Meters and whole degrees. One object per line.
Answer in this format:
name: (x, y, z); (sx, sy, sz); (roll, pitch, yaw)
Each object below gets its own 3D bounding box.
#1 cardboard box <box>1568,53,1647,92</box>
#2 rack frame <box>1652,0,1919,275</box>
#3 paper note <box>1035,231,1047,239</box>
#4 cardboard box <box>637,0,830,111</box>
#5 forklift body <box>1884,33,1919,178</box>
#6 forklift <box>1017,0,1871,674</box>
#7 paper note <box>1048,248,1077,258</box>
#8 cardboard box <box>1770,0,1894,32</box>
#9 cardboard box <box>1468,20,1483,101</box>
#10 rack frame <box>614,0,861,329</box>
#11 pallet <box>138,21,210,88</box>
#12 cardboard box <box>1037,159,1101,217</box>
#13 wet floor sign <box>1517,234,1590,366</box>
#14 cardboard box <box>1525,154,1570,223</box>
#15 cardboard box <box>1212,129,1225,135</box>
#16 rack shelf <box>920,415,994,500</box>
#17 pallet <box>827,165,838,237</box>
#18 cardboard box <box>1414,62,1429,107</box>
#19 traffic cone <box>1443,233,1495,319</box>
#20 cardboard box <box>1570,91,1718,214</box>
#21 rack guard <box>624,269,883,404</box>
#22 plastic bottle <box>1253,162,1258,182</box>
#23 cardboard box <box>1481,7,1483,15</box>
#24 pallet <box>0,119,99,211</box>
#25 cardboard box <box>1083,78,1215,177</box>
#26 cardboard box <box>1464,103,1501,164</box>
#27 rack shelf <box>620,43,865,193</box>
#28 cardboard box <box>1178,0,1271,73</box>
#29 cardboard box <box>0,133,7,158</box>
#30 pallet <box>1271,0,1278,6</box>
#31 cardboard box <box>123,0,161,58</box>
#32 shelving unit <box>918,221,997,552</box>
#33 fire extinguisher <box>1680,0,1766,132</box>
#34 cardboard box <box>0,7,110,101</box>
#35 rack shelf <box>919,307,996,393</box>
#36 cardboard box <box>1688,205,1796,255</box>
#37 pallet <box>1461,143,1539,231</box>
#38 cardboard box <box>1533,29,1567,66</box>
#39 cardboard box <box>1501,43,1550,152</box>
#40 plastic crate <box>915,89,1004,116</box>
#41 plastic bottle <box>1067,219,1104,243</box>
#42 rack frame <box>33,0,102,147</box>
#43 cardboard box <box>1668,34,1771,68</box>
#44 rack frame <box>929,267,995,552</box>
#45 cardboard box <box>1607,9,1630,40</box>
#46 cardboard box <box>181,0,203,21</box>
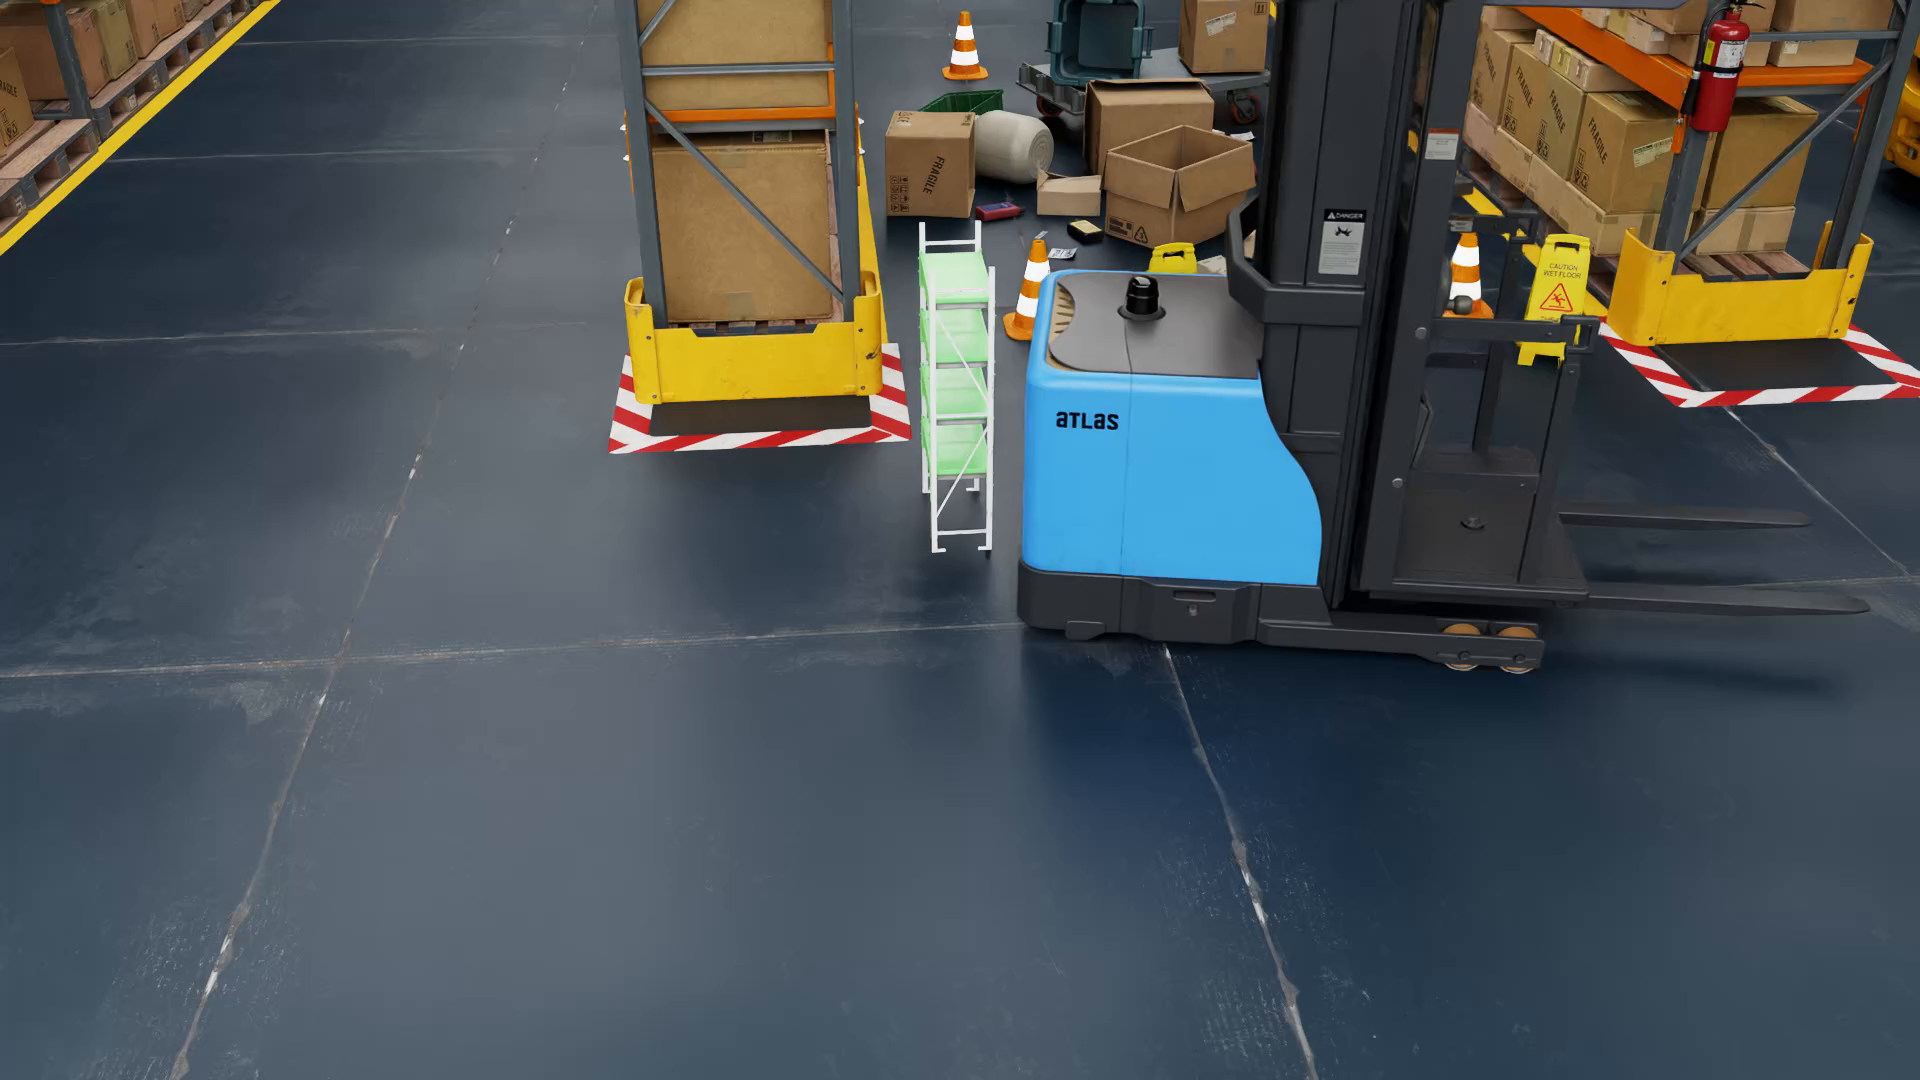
cardboard box: (3.518, -2.521, 8.953); (0.380, 0.149, 0.250); (-2, 31, -3)
rack frame: (3.953, -2.340, 7.742); (1.000, 3.000, 0.127); (-3, 31, -5)
paper note: (0.475, -1.785, 9.729); (0.032, 0.001, 0.123); (13, 33, 21)
cardboard box: (-1.045, -2.303, 7.534); (0.875, 0.550, 0.550); (-3, 31, -5)
forklift body: (6.901, -3.096, 9.835); (2.313, 2.155, 1.214); (-3, 31, -5)
forklift: (1.761, -1.068, 5.679); (3.031, 2.935, 1.130); (3, 31, 5)
paper note: (0.582, -1.636, 9.461); (0.144, 0.017, 0.142); (8, 32, 13)
cardboard box: (4.185, -2.765, 8.067); (0.500, 0.500, 0.500); (-3, 31, -5)
cardboard box: (3.428, -3.117, 10.584); (0.500, 0.500, 0.500); (-2, 31, -3)
rack frame: (-0.966, -2.051, 7.259); (1.000, 3.000, 0.127); (-3, 31, -5)
pallet: (-6.478, -3.732, 12.792); (1.003, 0.211, 1.213); (-3, 31, -5)
cardboard box: (0.655, -2.130, 10.057); (0.396, 0.266, 0.258); (2, 31, 4)
wet floor sign: (2.906, -1.181, 8.097); (0.267, 0.644, 0.232); (8, 32, 13)
cardboard box: (3.569, -2.004, 9.452); (0.500, 0.250, 0.500); (-3, 31, -4)
cardboard box: (1.519, -2.689, 10.994); (0.396, 0.266, 0.258); (27, 40, 37)
rack shelf: (-0.015, -0.339, 6.740); (0.258, 0.148, 0.480); (-3, 31, -5)
pallet: (-1.229, -1.880, 9.691); (1.003, 0.211, 1.213); (-3, 31, -5)
cardboard box: (3.366, -3.068, 11.232); (0.500, 0.250, 0.500); (-4, 31, -7)
traffic cone: (2.629, -1.408, 8.657); (0.336, 0.463, 0.334); (-3, 31, -5)
cardboard box: (3.619, -2.058, 8.811); (0.500, 0.500, 0.500); (-3, 31, -4)
rack guard: (-0.963, -0.966, 7.879); (1.175, 0.500, 0.348); (-3, 31, -5)
plastic bottle: (1.833, -2.372, 10.661); (0.133, 0.061, 0.283); (2, 31, 4)
cardboard box: (3.368, -3.339, 10.323); (0.380, 0.149, 0.250); (-2, 31, -3)
pallet: (-6.189, -2.369, 10.510); (1.003, 0.211, 1.213); (-3, 31, -5)
cardboard box: (1.173, -2.579, 10.444); (0.797, 0.637, 0.503); (-3, 31, -5)
cardboard box: (3.479, -2.525, 10.324); (0.500, 0.250, 0.500); (-3, 31, -5)
rack shelf: (-1.152, -2.763, 9.153); (1.077, 0.370, 4.000); (-3, 31, -5)
cardboard box: (1.810, -3.533, 11.439); (0.500, 0.500, 0.500); (-3, 31, -5)
cardboard box: (-6.228, -2.516, 10.065); (0.500, 0.500, 0.500); (7, 32, 11)
pallet: (3.277, -4.828, 14.627); (1.003, 0.211, 1.213); (-3, 31, -5)
cardboard box: (-6.401, -3.867, 12.308); (0.700, 0.500, 0.500); (-5, 31, -9)
shelving unit: (-0.015, -0.600, 6.584); (0.258, 1.200, 0.503); (-3, 31, -5)
fire extinguisher: (3.505, -2.226, 7.627); (0.296, 0.674, 0.183); (-3, 31, -5)
cardboard box: (-6.323, -3.337, 11.421); (0.700, 0.500, 0.500); (-5, 31, -8)
rack shelf: (-0.015, -0.751, 6.494); (0.258, 0.148, 0.480); (-3, 31, -5)
cardboard box: (4.153, -1.765, 9.051); (0.500, 0.250, 0.500); (-3, 31, -5)
pallet: (3.795, -2.219, 10.260); (1.003, 0.211, 1.213); (-3, 31, -5)
cardboard box: (3.474, -2.784, 9.394); (0.380, 0.149, 0.250); (-1, 31, -2)
cardboard box: (3.527, -2.582, 9.689); (0.500, 0.500, 0.500); (-3, 31, -6)
plastic crate: (-0.019, -2.885, 11.340); (0.450, 0.188, 0.662); (4, 30, 26)
plastic bottle: (0.716, -1.815, 9.729); (0.133, 0.061, 0.283); (-14, 33, -22)
rack frame: (-6.287, -3.907, 10.366); (1.000, 3.000, 0.127); (-3, 31, -5)
cardboard box: (3.705, -2.413, 8.109); (0.380, 0.149, 0.250); (-2, 31, -3)
rack frame: (0.007, -0.475, 6.375); (0.240, 1.200, 0.015); (-3, 31, -5)
cardboard box: (3.569, -2.669, 8.537); (0.380, 0.149, 0.250); (-3, 31, -5)
cardboard box: (-6.514, -4.441, 13.269); (0.700, 0.500, 0.500); (-5, 31, -9)
